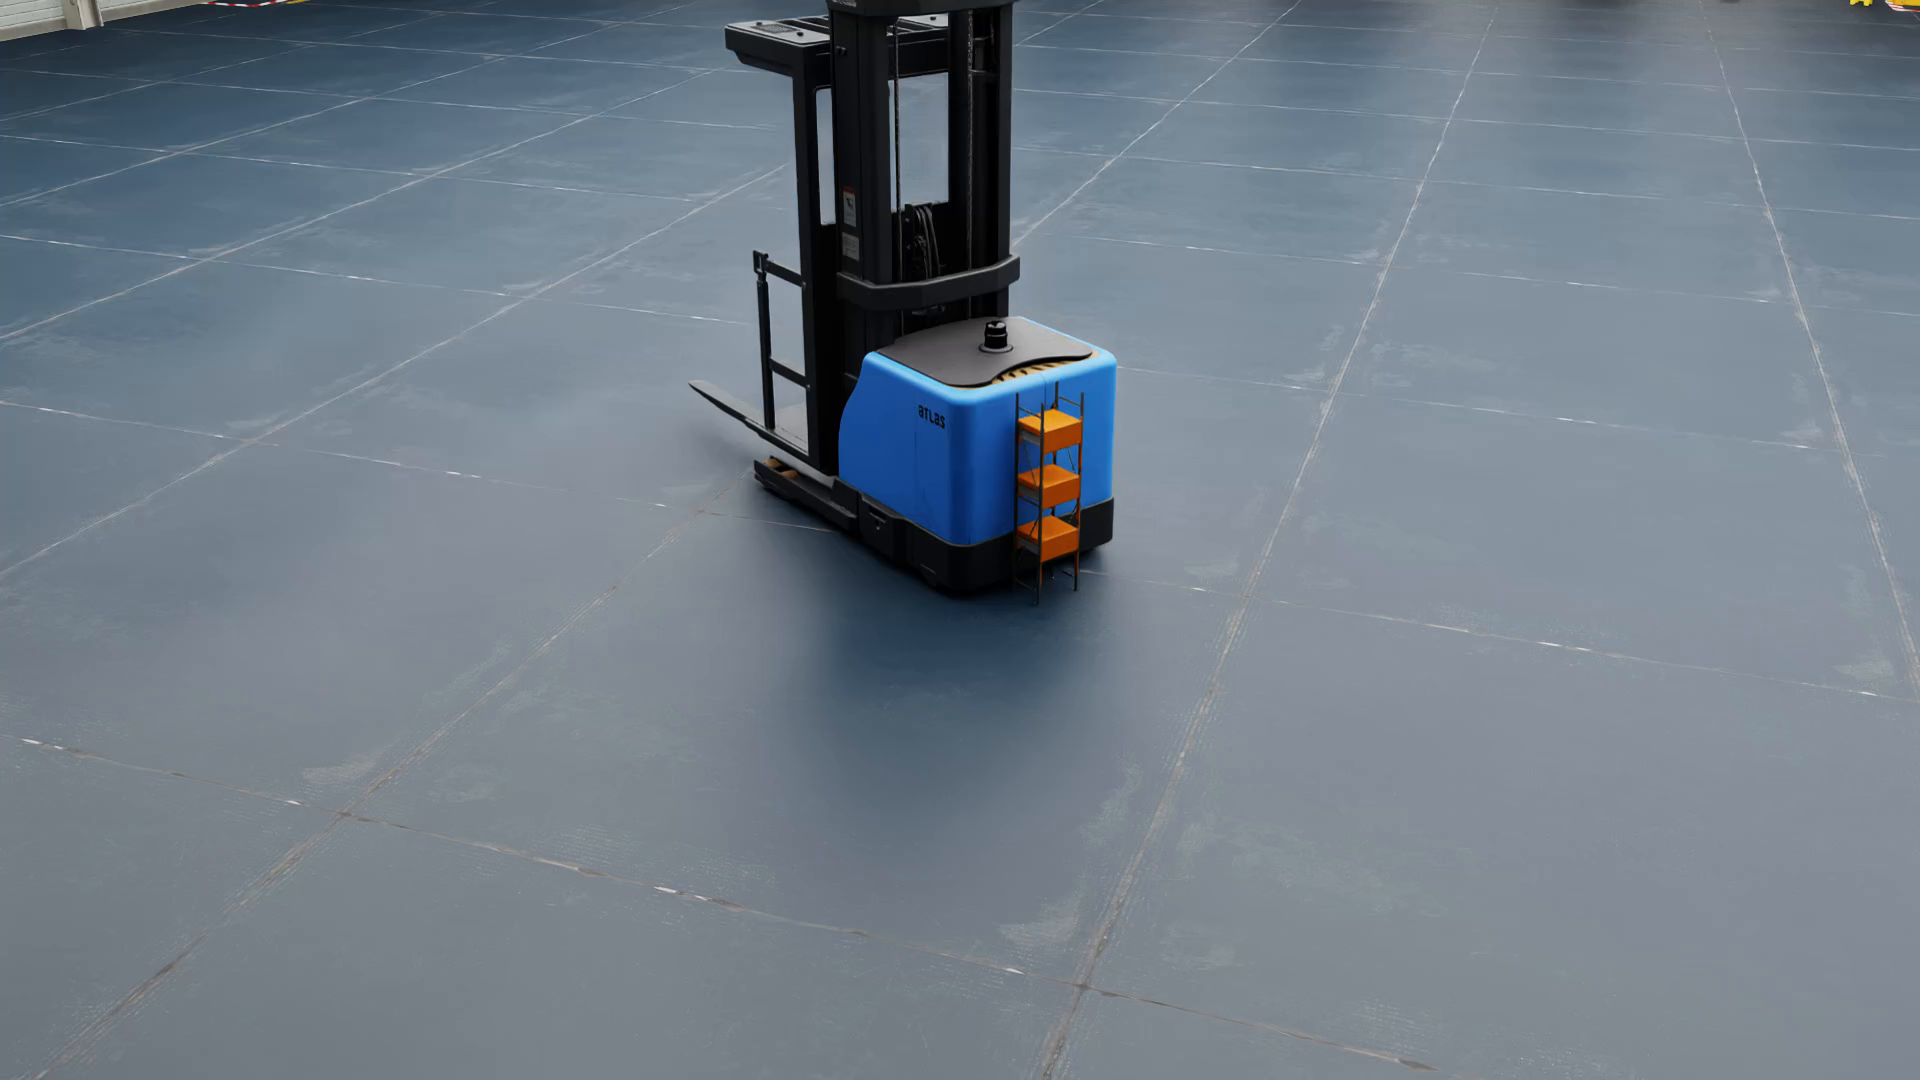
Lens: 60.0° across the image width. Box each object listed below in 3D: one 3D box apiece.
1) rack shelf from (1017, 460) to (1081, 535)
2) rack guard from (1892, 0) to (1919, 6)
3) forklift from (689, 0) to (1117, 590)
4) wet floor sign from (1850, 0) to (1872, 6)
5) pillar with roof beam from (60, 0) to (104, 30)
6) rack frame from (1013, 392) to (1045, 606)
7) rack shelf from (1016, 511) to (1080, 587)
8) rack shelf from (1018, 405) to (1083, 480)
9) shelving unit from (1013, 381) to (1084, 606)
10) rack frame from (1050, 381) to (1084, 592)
[{"bbox_3d":[0.421,-0.207,7.998,0.240,0.259,0.215,-19,32,-34],"label":"rack shelf"},{"bbox_3d":[15.281,-8.616,25.972,1.175,0.500,0.348,9,27,17],"label":"rack guard"},{"bbox_3d":[-0.497,-1.654,8.803,1.130,2.935,3.031,-18,31,-33],"label":"forklift"},{"bbox_3d":[14.184,-8.727,26.035,0.267,0.644,0.232,20,32,35],"label":"wet floor sign"},{"bbox_3d":[-8.619,-10.860,20.853,9.100,9.000,0.400,9,27,17],"label":"pillar with roof beam"},{"bbox_3d":[0.324,-0.184,7.926,0.008,1.050,0.200,-19,32,-34],"label":"rack frame"},{"bbox_3d":[0.421,0.043,8.119,0.240,0.259,0.215,-19,32,-34],"label":"rack shelf"},{"bbox_3d":[0.421,-0.463,7.874,0.240,0.259,0.215,-19,32,-34],"label":"rack shelf"},{"bbox_3d":[0.421,-0.217,7.993,0.252,1.050,0.215,-19,32,-34],"label":"shelving unit"},{"bbox_3d":[0.517,-0.249,8.060,0.008,1.050,0.200,-19,32,-34],"label":"rack frame"}]
